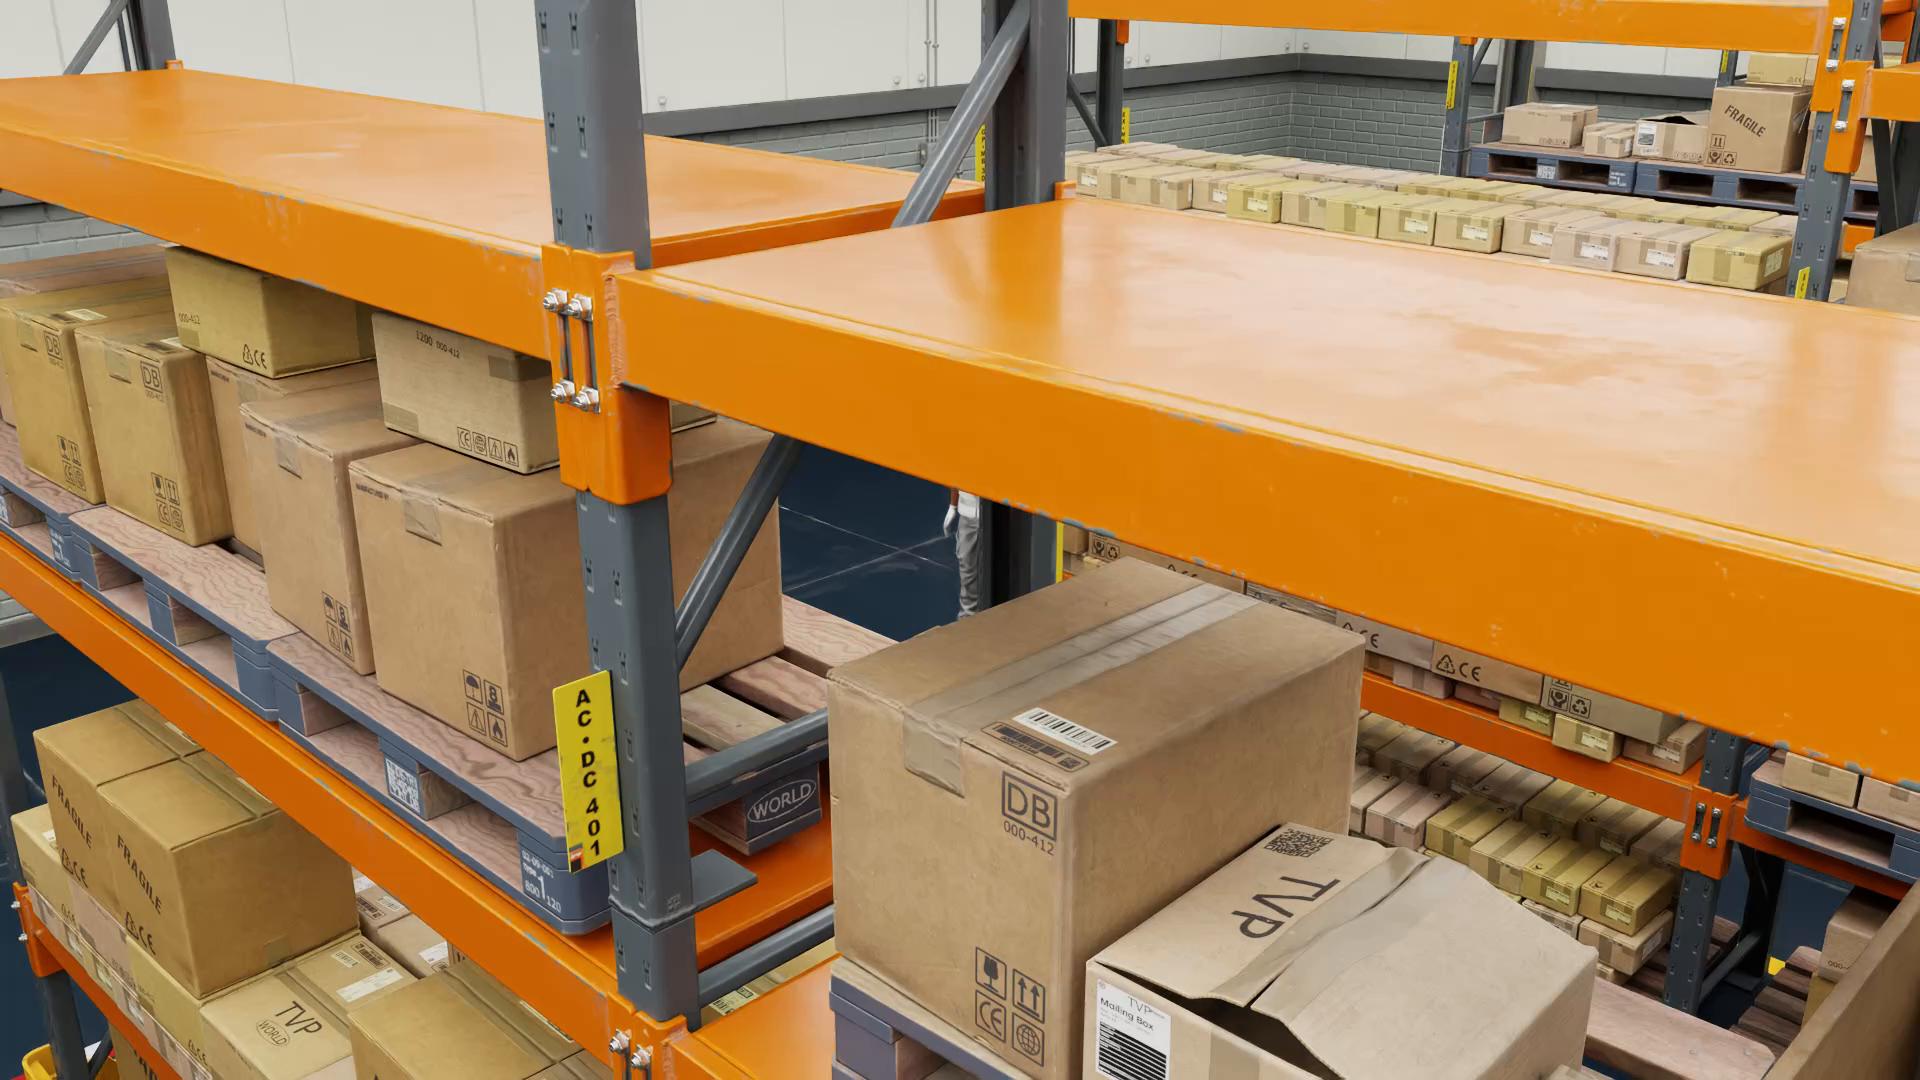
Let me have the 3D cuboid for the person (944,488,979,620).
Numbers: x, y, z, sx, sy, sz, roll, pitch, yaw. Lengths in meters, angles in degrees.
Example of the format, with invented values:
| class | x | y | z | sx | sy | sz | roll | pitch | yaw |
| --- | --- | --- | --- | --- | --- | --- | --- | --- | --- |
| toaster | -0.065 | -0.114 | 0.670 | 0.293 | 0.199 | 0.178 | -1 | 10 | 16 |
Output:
| class | x | y | z | sx | sy | sz | roll | pitch | yaw |
| --- | --- | --- | --- | --- | --- | --- | --- | --- | --- |
| person | 0.178 | -0.142 | 10.864 | 0.589 | 1.796 | 0.388 | 12 | 24 | 30 |
